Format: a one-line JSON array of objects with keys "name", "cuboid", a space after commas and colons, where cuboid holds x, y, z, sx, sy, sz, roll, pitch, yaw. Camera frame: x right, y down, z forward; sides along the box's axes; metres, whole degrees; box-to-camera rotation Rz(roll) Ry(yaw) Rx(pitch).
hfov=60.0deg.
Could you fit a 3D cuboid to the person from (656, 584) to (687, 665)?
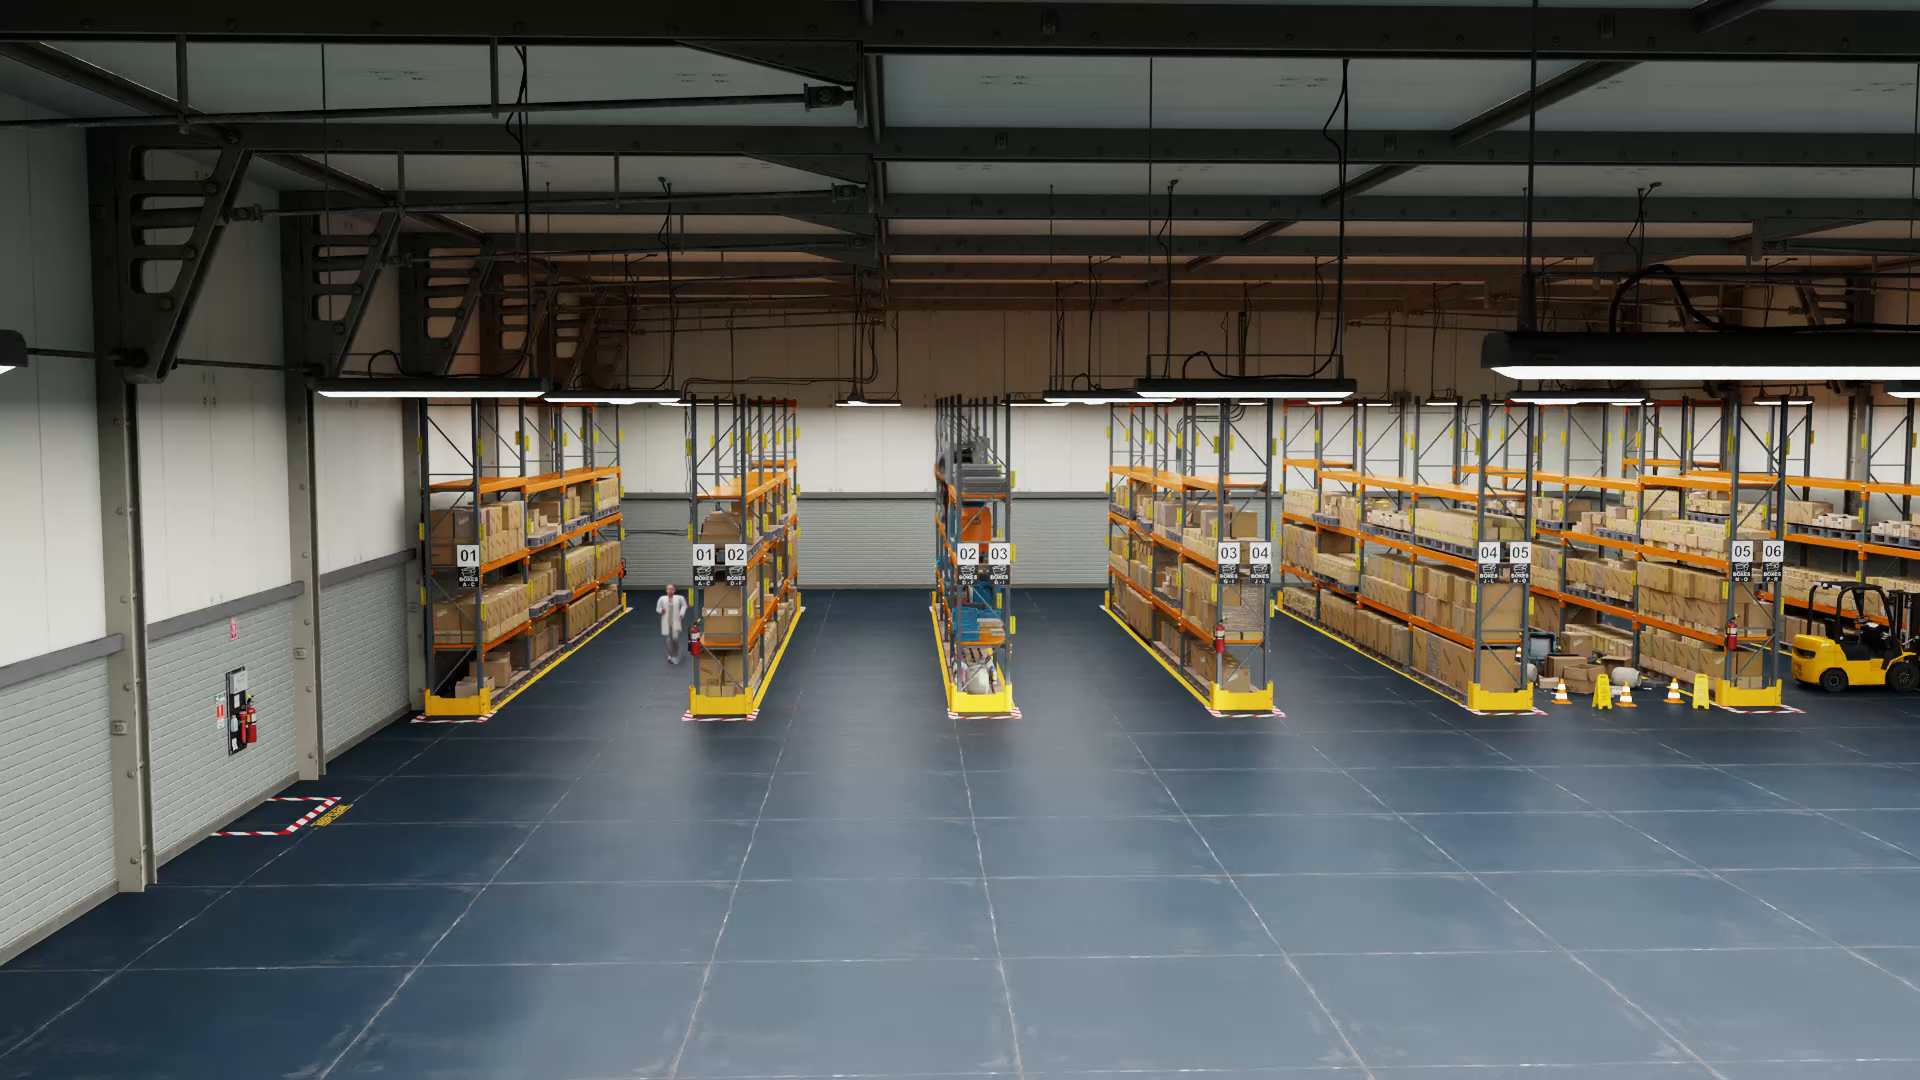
[{"name": "person", "cuboid": [-6.493, 1.911, 37.388, 0.654, 1.811, 0.854, 0, 5, -4]}]
